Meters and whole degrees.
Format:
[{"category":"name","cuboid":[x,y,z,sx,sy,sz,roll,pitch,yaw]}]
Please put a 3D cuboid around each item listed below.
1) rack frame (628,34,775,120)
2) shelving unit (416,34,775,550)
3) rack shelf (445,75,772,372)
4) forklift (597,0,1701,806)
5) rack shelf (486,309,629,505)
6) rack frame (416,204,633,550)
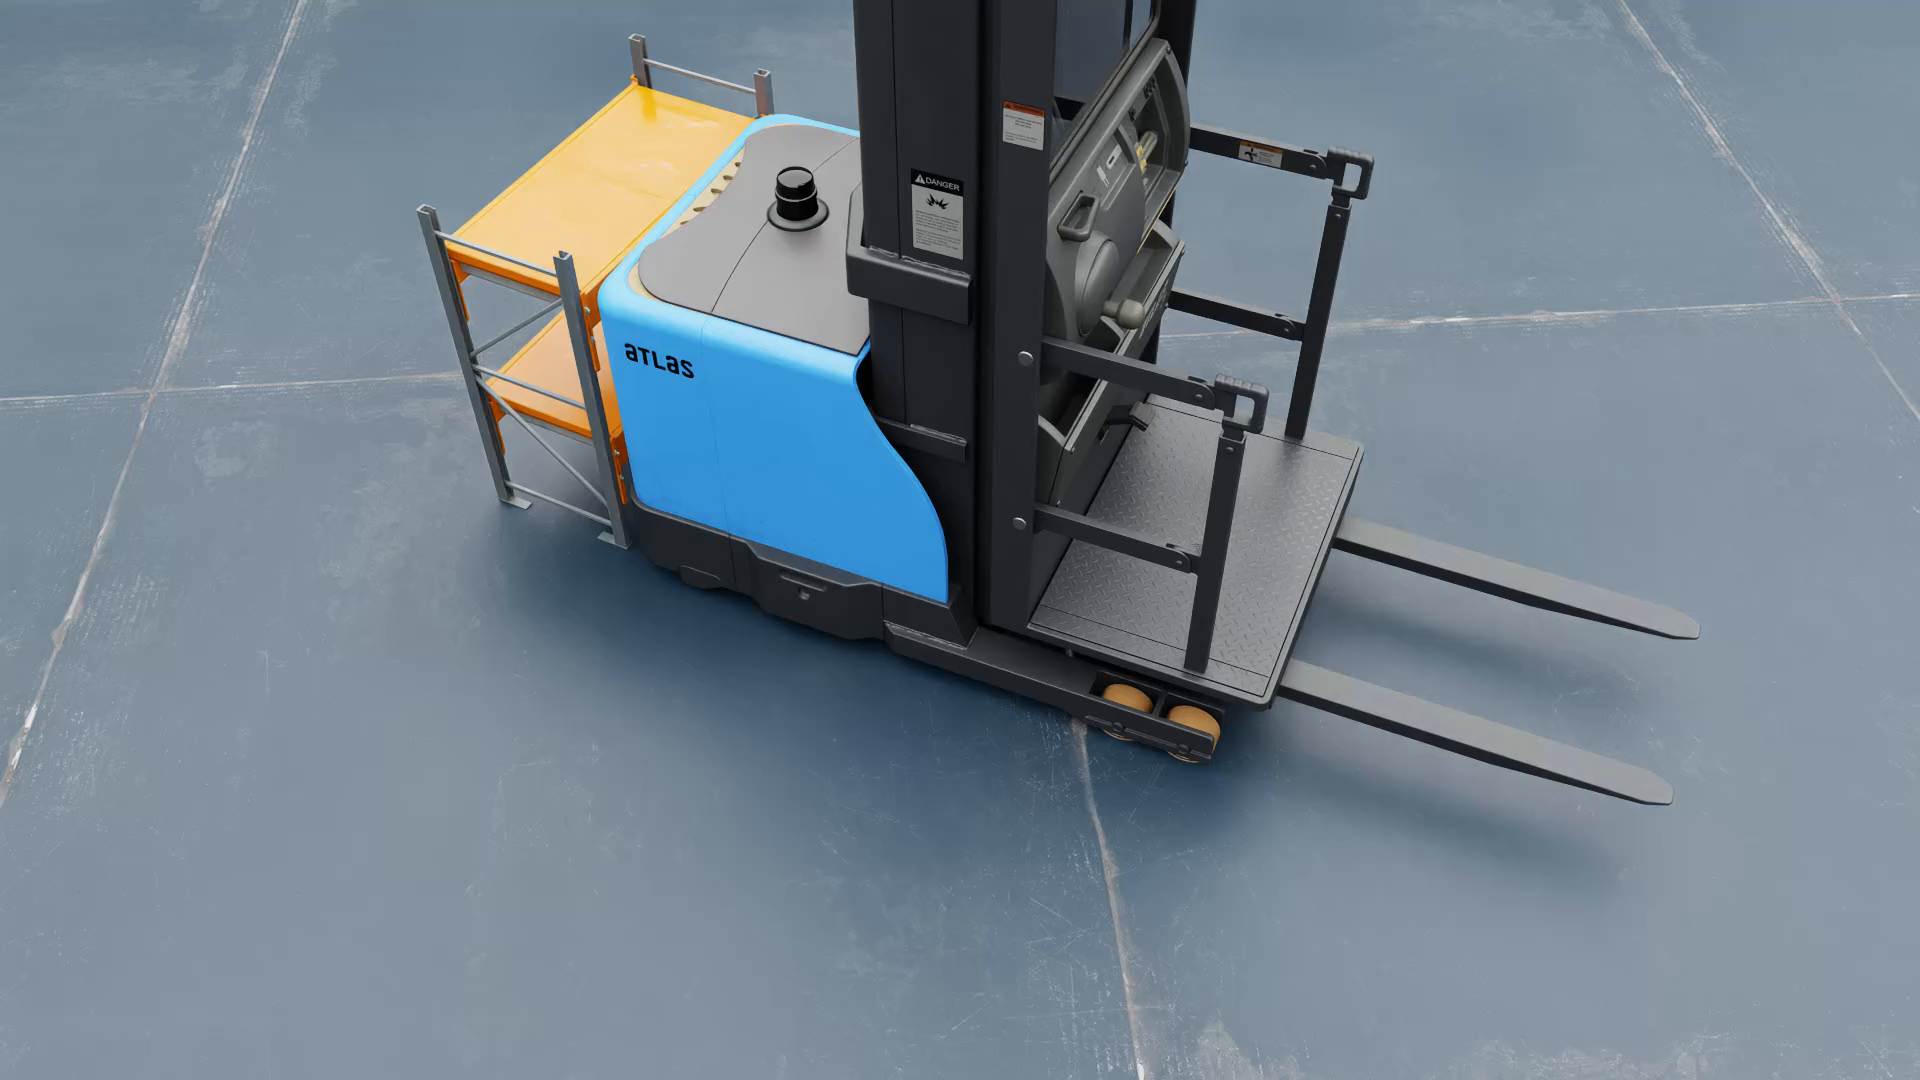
[{"category":"rack frame","cuboid":[-0.804,-1.106,5.522,0.500,1.125,0.032,20,50,18]},{"category":"shelving unit","cuboid":[-1.033,-0.776,5.210,0.538,1.125,1.048,20,50,18]},{"category":"rack shelf","cuboid":[-1.033,-0.977,4.998,0.538,0.278,1.000,20,50,18]},{"category":"forklift","cuboid":[0.579,-0.827,4.015,3.031,2.935,1.130,17,49,16]},{"category":"rack shelf","cuboid":[-1.033,-0.608,5.388,0.538,0.278,1.000,20,50,18]},{"category":"rack frame","cuboid":[-1.262,-0.446,4.898,0.500,1.125,0.032,20,50,18]}]
